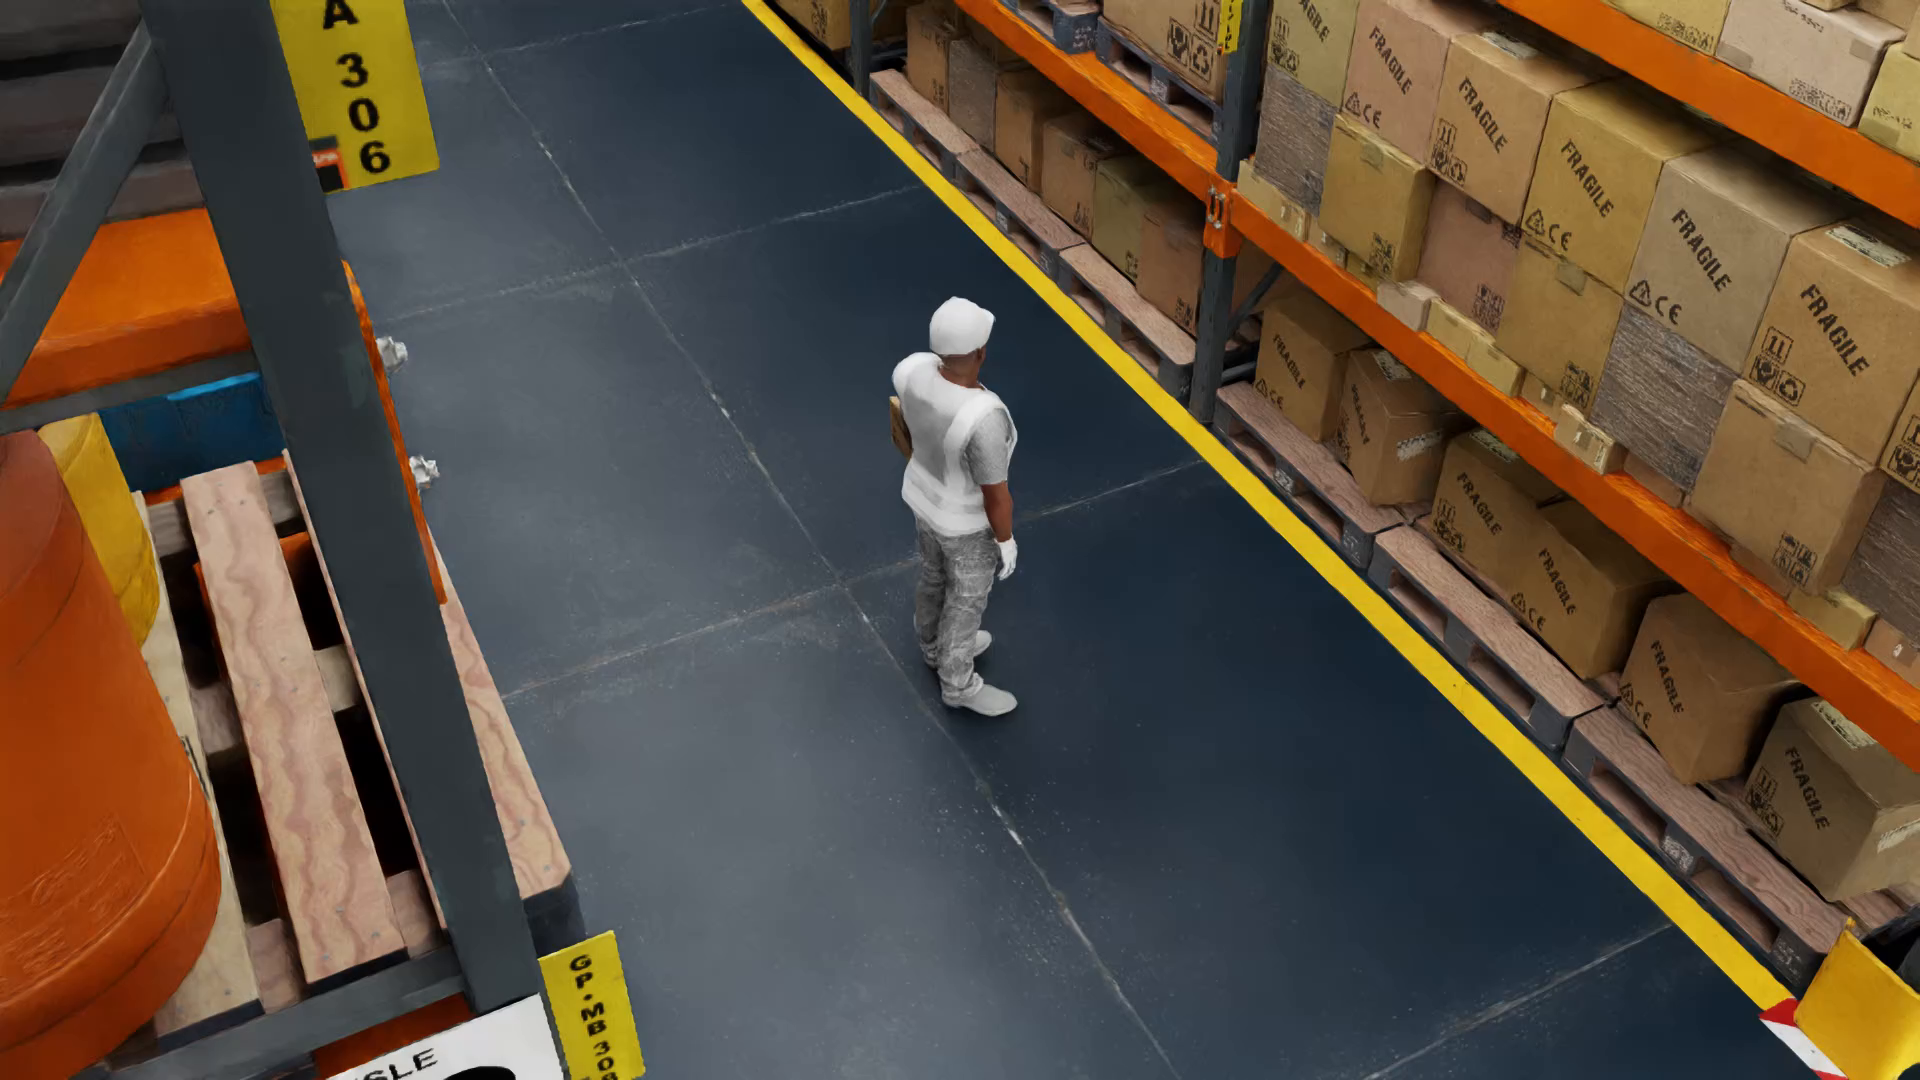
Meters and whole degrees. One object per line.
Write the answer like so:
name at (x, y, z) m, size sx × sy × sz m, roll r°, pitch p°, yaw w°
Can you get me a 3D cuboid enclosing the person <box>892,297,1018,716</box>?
person at (0.011, -0.136, 6.254) m, size 0.391 × 1.791 × 0.632 m, roll -23°, pitch 46°, yaw -24°
